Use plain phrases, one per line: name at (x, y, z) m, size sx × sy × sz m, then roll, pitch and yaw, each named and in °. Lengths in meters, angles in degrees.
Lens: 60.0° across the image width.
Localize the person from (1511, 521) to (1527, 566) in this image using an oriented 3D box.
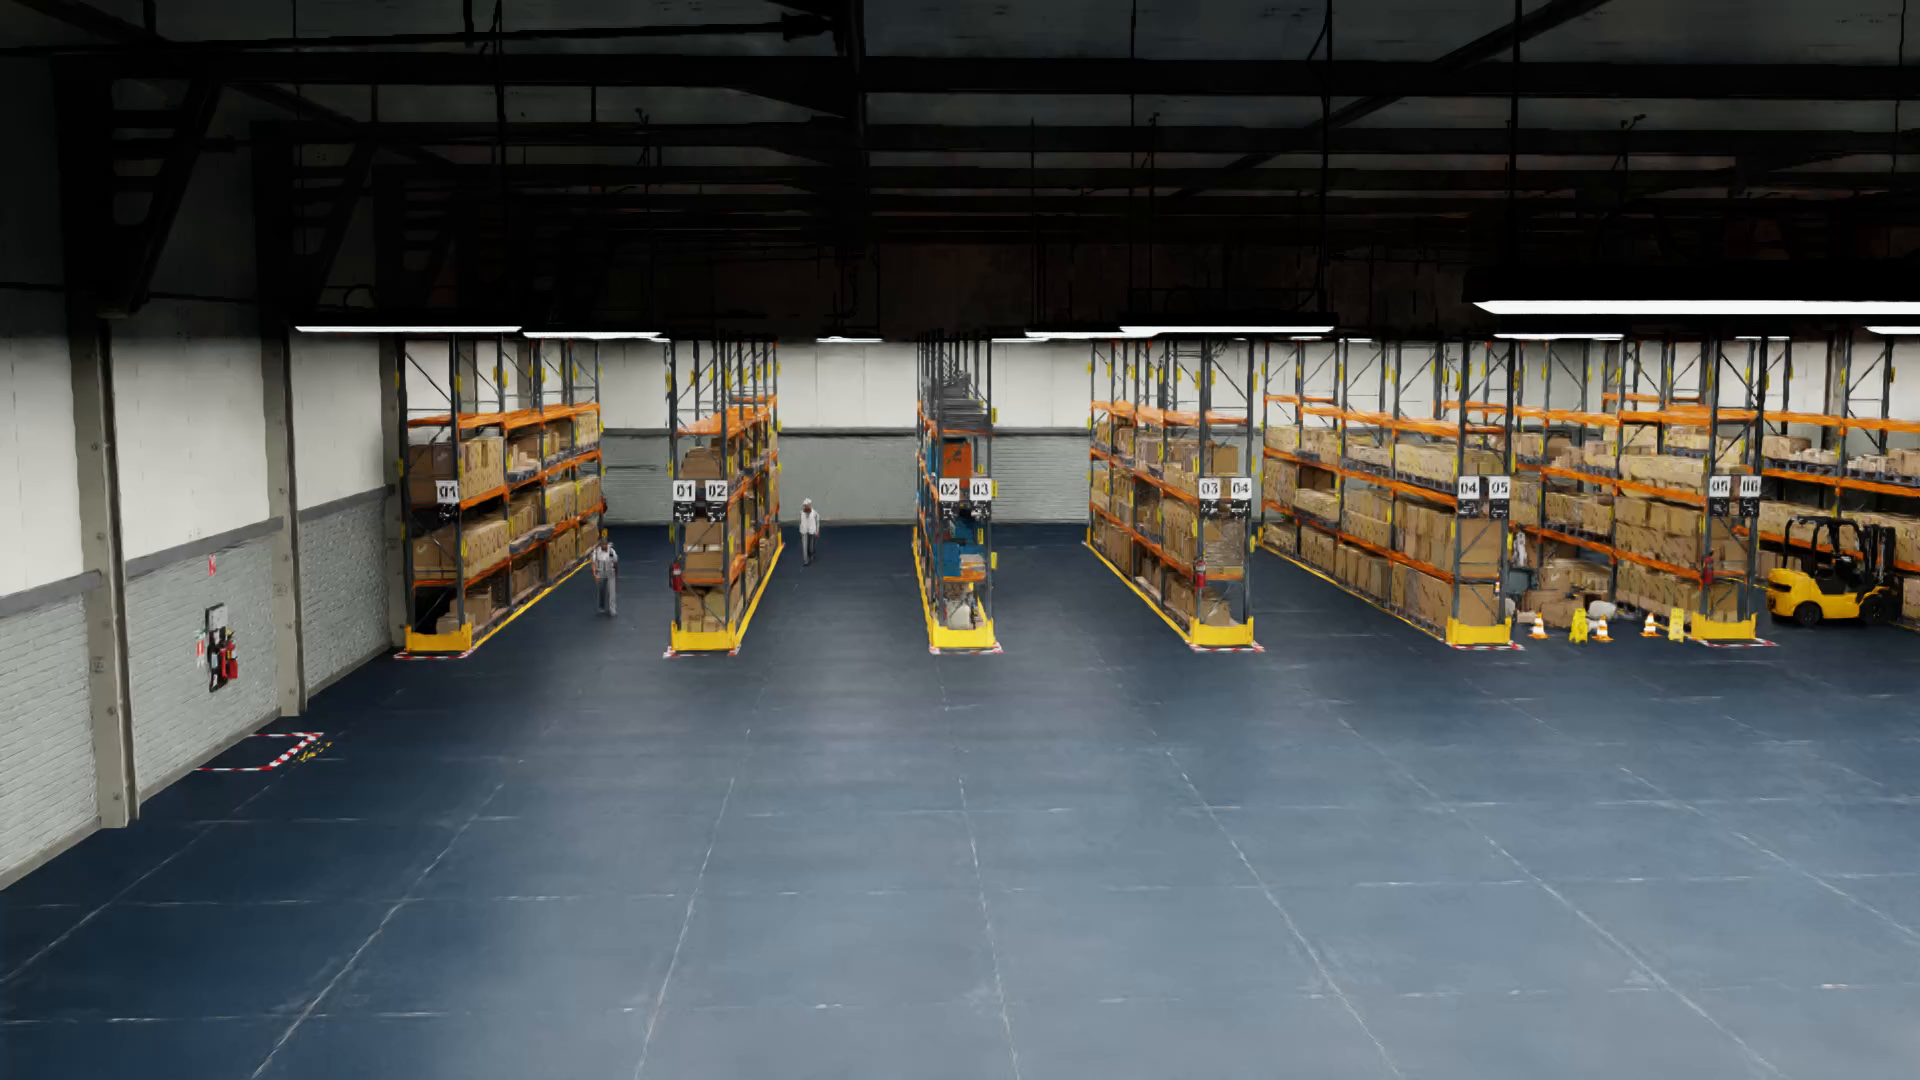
person at (12.714, 0.415, 37.968) m, size 0.502 × 1.678 × 0.564 m, roll 2°, pitch 7°, yaw 13°

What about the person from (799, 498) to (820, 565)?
person at (-3.917, -0.224, 43.240) m, size 0.555 × 1.725 × 1.029 m, roll 0°, pitch 7°, yaw -4°

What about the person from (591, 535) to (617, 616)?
person at (-7.497, 0.730, 35.073) m, size 0.536 × 1.707 × 1.036 m, roll -1°, pitch 7°, yaw -11°

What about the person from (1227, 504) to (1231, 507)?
person at (8.023, -0.811, 48.547) m, size 0.486 × 1.646 × 0.878 m, roll 2°, pitch 7°, yaw 20°

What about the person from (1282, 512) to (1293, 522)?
person at (10.057, -1.183, 51.021) m, size 0.456 × 1.779 × 0.698 m, roll -5°, pitch 8°, yaw -35°
